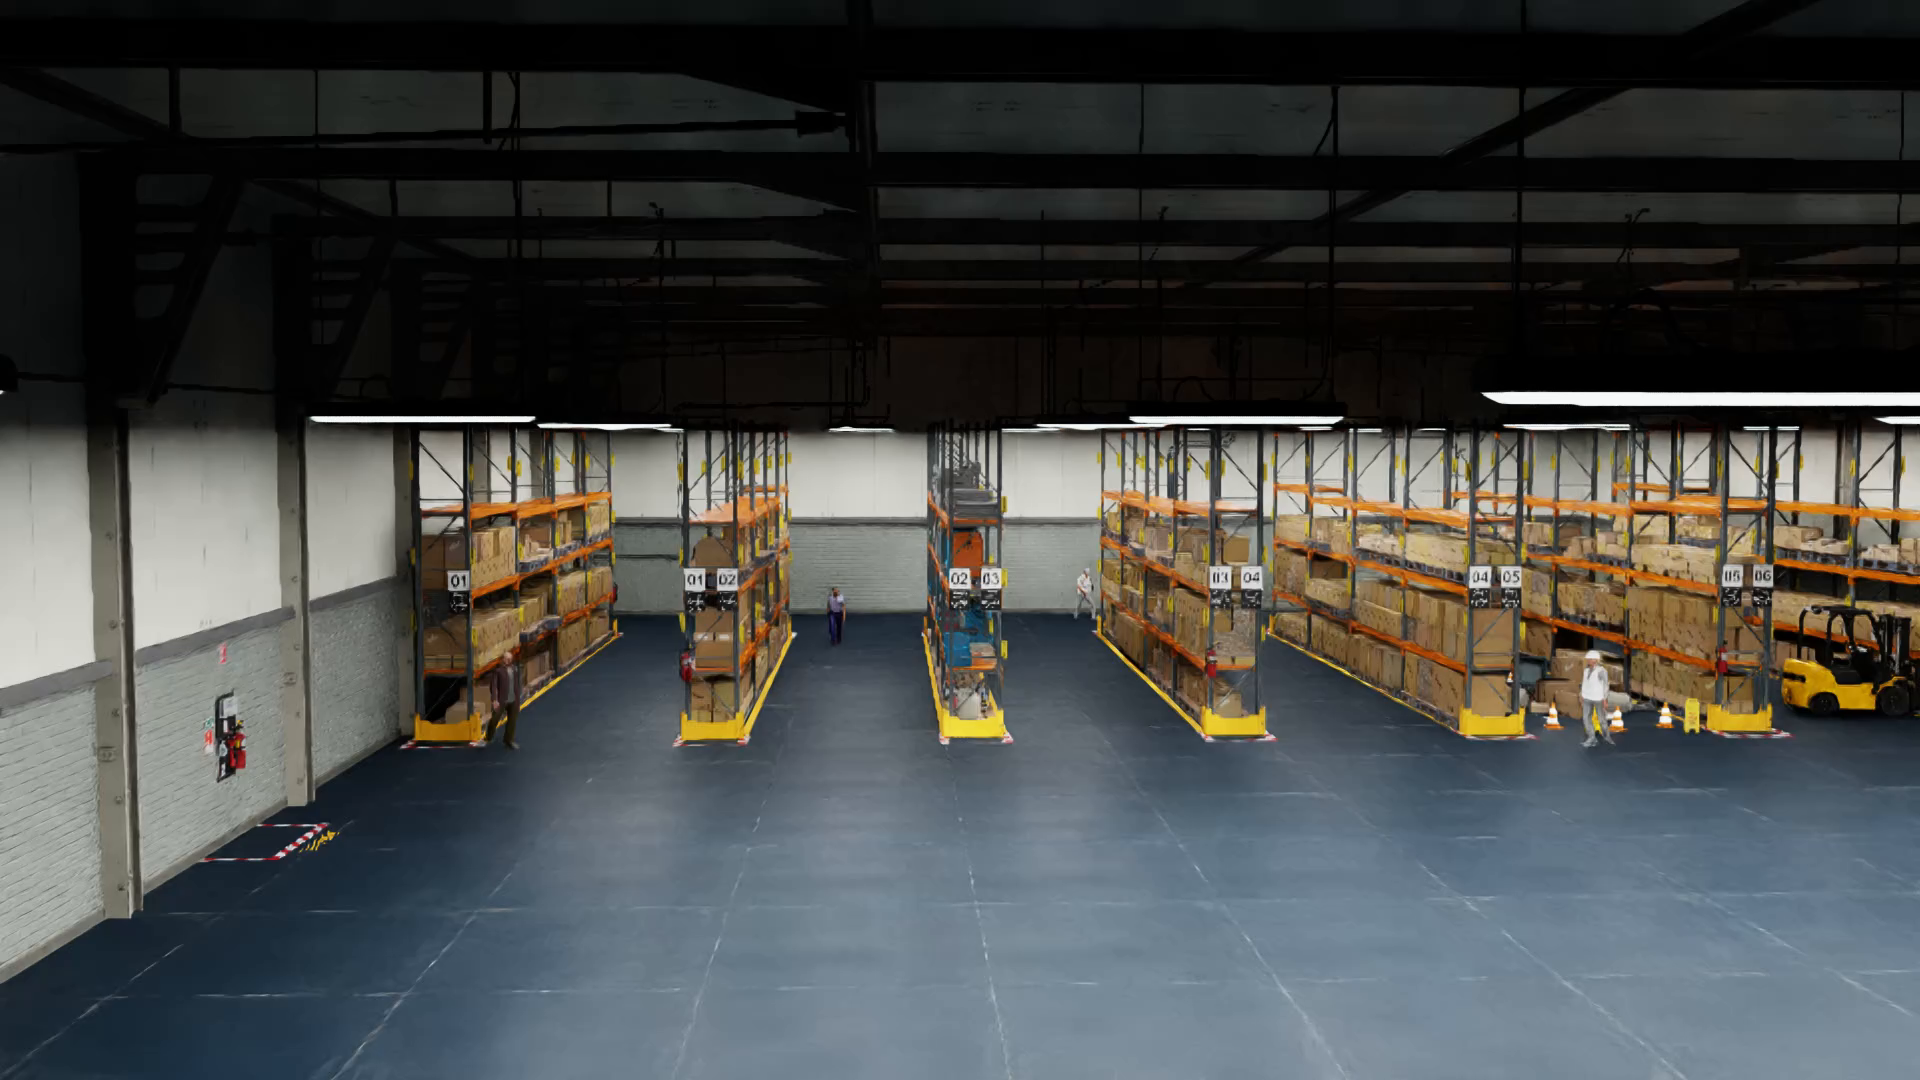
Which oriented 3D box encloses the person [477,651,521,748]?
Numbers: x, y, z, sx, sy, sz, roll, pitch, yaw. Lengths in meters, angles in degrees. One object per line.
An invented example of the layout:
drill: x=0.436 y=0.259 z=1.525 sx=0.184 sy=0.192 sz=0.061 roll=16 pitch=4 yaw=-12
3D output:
person: x=-8.370 y=2.905 z=30.198 sx=0.793 sy=1.771 sz=0.517 roll=-3 pitch=5 yaw=-43

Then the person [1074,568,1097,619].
person: x=3.855 y=1.644 z=51.145 sx=0.647 sy=1.603 sz=0.770 roll=-2 pitch=4 yaw=-24

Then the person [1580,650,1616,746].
person: x=11.688 y=2.896 z=30.496 sx=0.544 sy=1.766 sz=0.631 roll=-2 pitch=4 yaw=-31

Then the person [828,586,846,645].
person: x=-3.347 y=2.079 z=45.183 sx=0.493 sy=1.495 sz=1.000 roll=0 pitch=4 yaw=-4
